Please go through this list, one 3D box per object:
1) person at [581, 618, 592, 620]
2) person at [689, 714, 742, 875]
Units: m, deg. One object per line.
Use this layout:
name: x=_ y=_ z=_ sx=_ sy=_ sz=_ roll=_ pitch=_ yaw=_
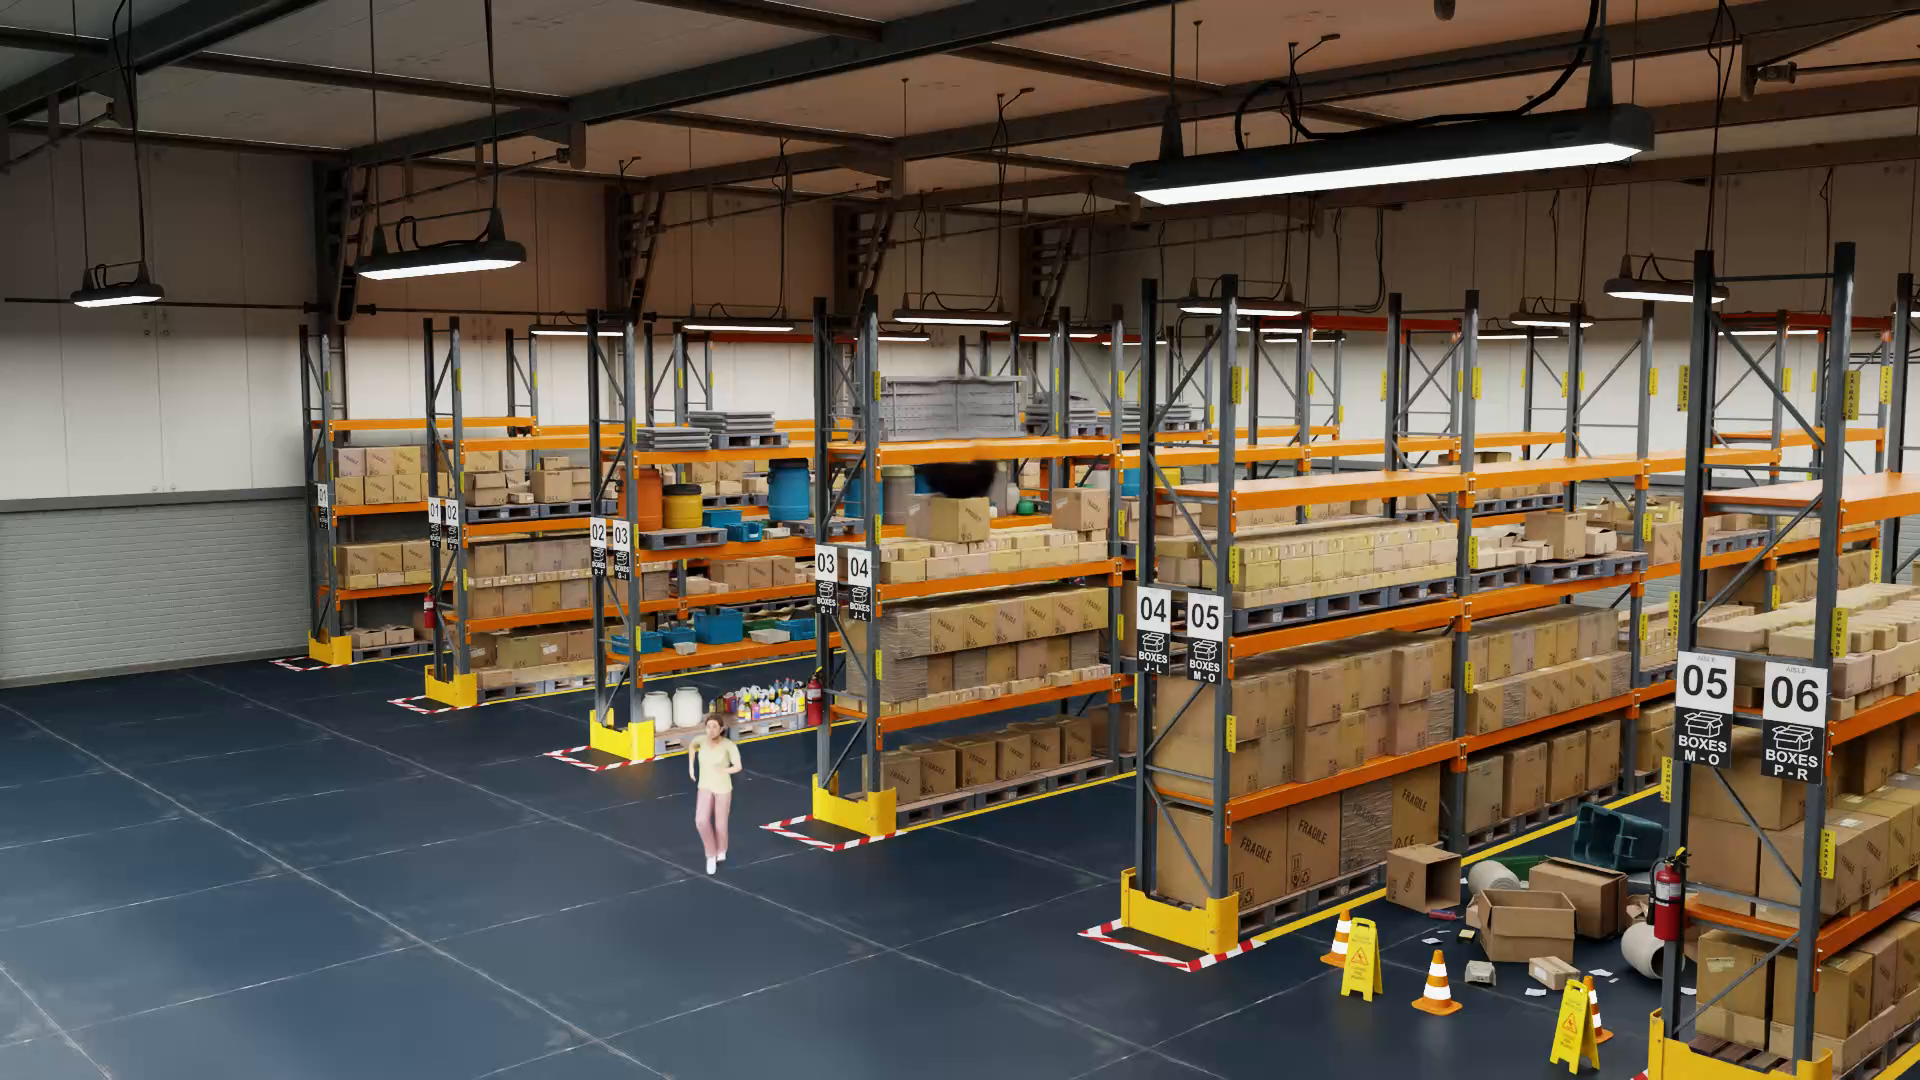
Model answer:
person: x=-6.646 y=1.303 z=29.814 sx=0.661 sy=1.730 sz=0.713 roll=-4 pitch=7 yaw=-36
person: x=-2.534 y=2.602 z=17.192 sx=0.604 sy=1.655 sz=0.769 roll=1 pitch=6 yaw=5
